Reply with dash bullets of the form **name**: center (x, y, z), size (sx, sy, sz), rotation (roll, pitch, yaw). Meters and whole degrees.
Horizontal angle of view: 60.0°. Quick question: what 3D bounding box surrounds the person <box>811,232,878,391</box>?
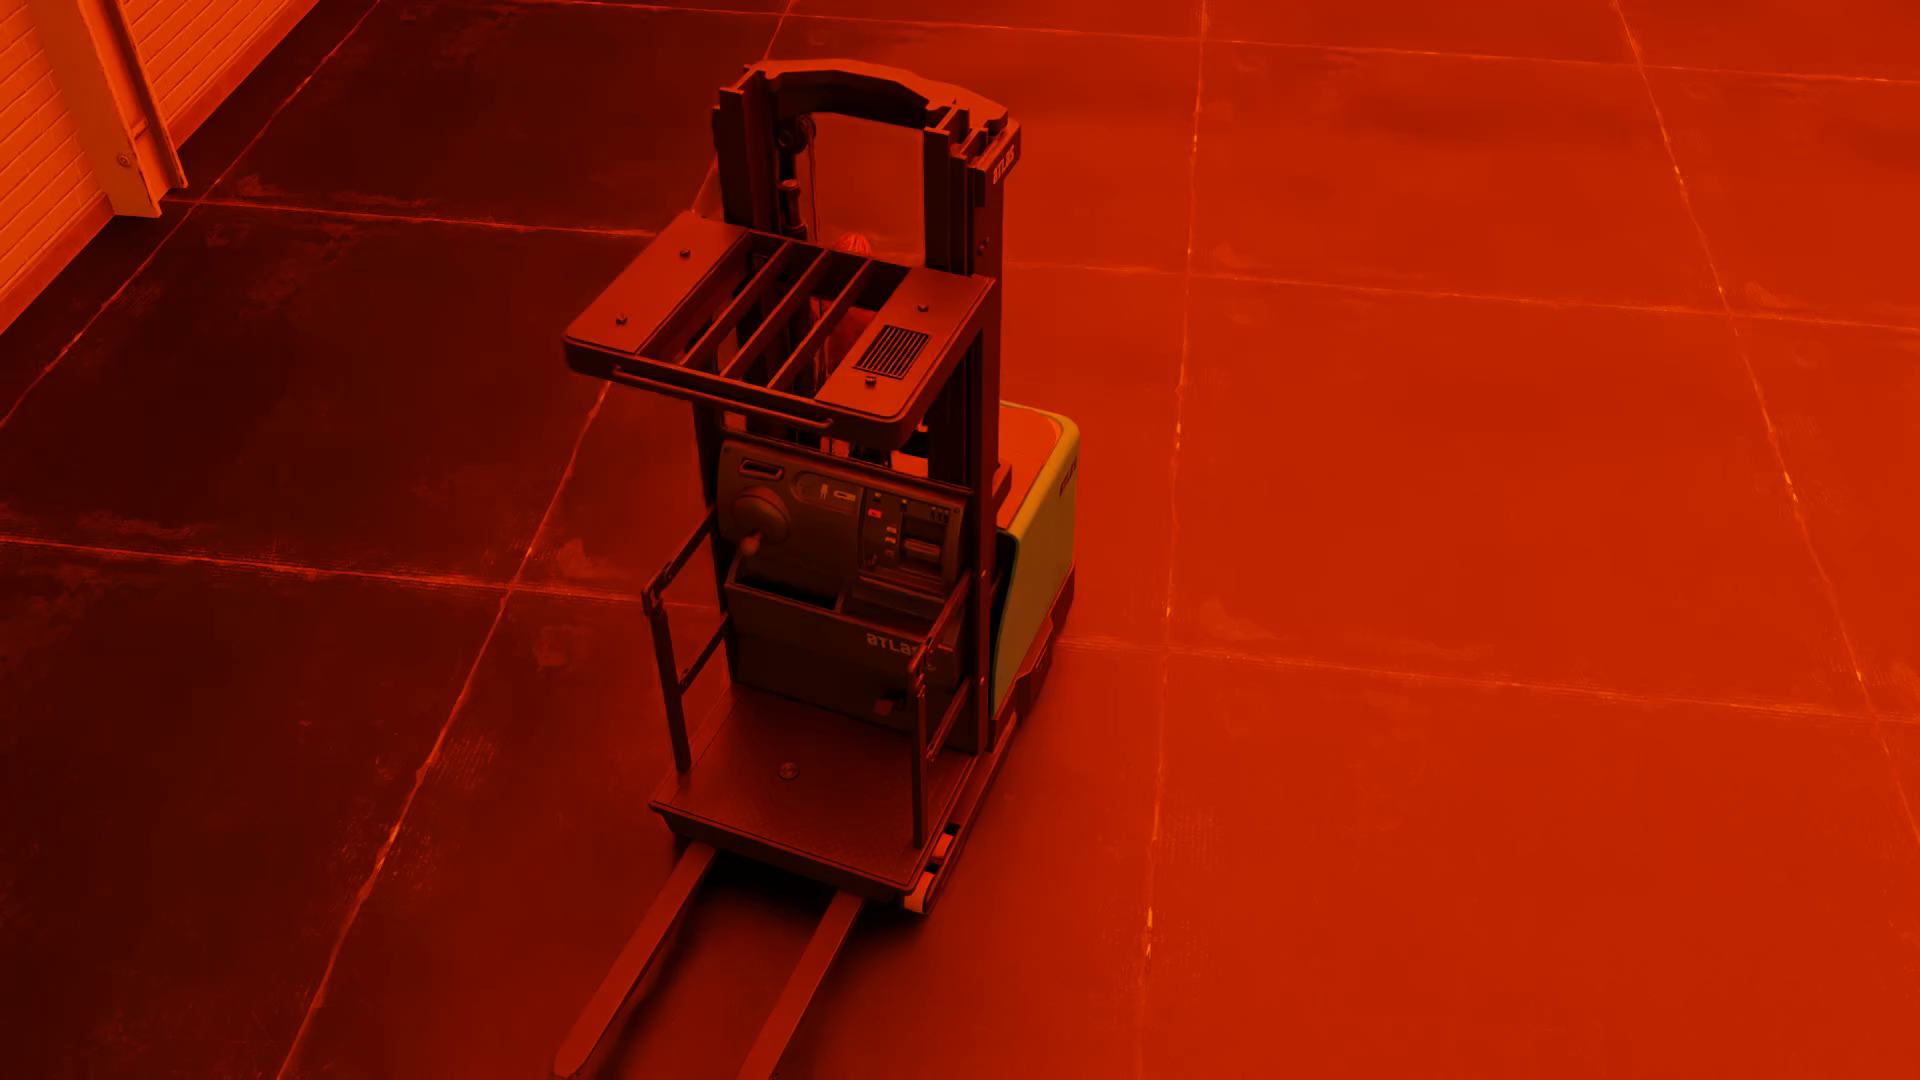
- **person**: center (-0.477, -0.839, 7.779), size (0.983, 1.440, 0.912), rotation (13, 44, 14)

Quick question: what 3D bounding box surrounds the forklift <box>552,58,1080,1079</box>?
- **forklift**: center (-0.506, 0.015, 5.708), size (1.130, 2.935, 3.031), rotation (15, 45, 16)
